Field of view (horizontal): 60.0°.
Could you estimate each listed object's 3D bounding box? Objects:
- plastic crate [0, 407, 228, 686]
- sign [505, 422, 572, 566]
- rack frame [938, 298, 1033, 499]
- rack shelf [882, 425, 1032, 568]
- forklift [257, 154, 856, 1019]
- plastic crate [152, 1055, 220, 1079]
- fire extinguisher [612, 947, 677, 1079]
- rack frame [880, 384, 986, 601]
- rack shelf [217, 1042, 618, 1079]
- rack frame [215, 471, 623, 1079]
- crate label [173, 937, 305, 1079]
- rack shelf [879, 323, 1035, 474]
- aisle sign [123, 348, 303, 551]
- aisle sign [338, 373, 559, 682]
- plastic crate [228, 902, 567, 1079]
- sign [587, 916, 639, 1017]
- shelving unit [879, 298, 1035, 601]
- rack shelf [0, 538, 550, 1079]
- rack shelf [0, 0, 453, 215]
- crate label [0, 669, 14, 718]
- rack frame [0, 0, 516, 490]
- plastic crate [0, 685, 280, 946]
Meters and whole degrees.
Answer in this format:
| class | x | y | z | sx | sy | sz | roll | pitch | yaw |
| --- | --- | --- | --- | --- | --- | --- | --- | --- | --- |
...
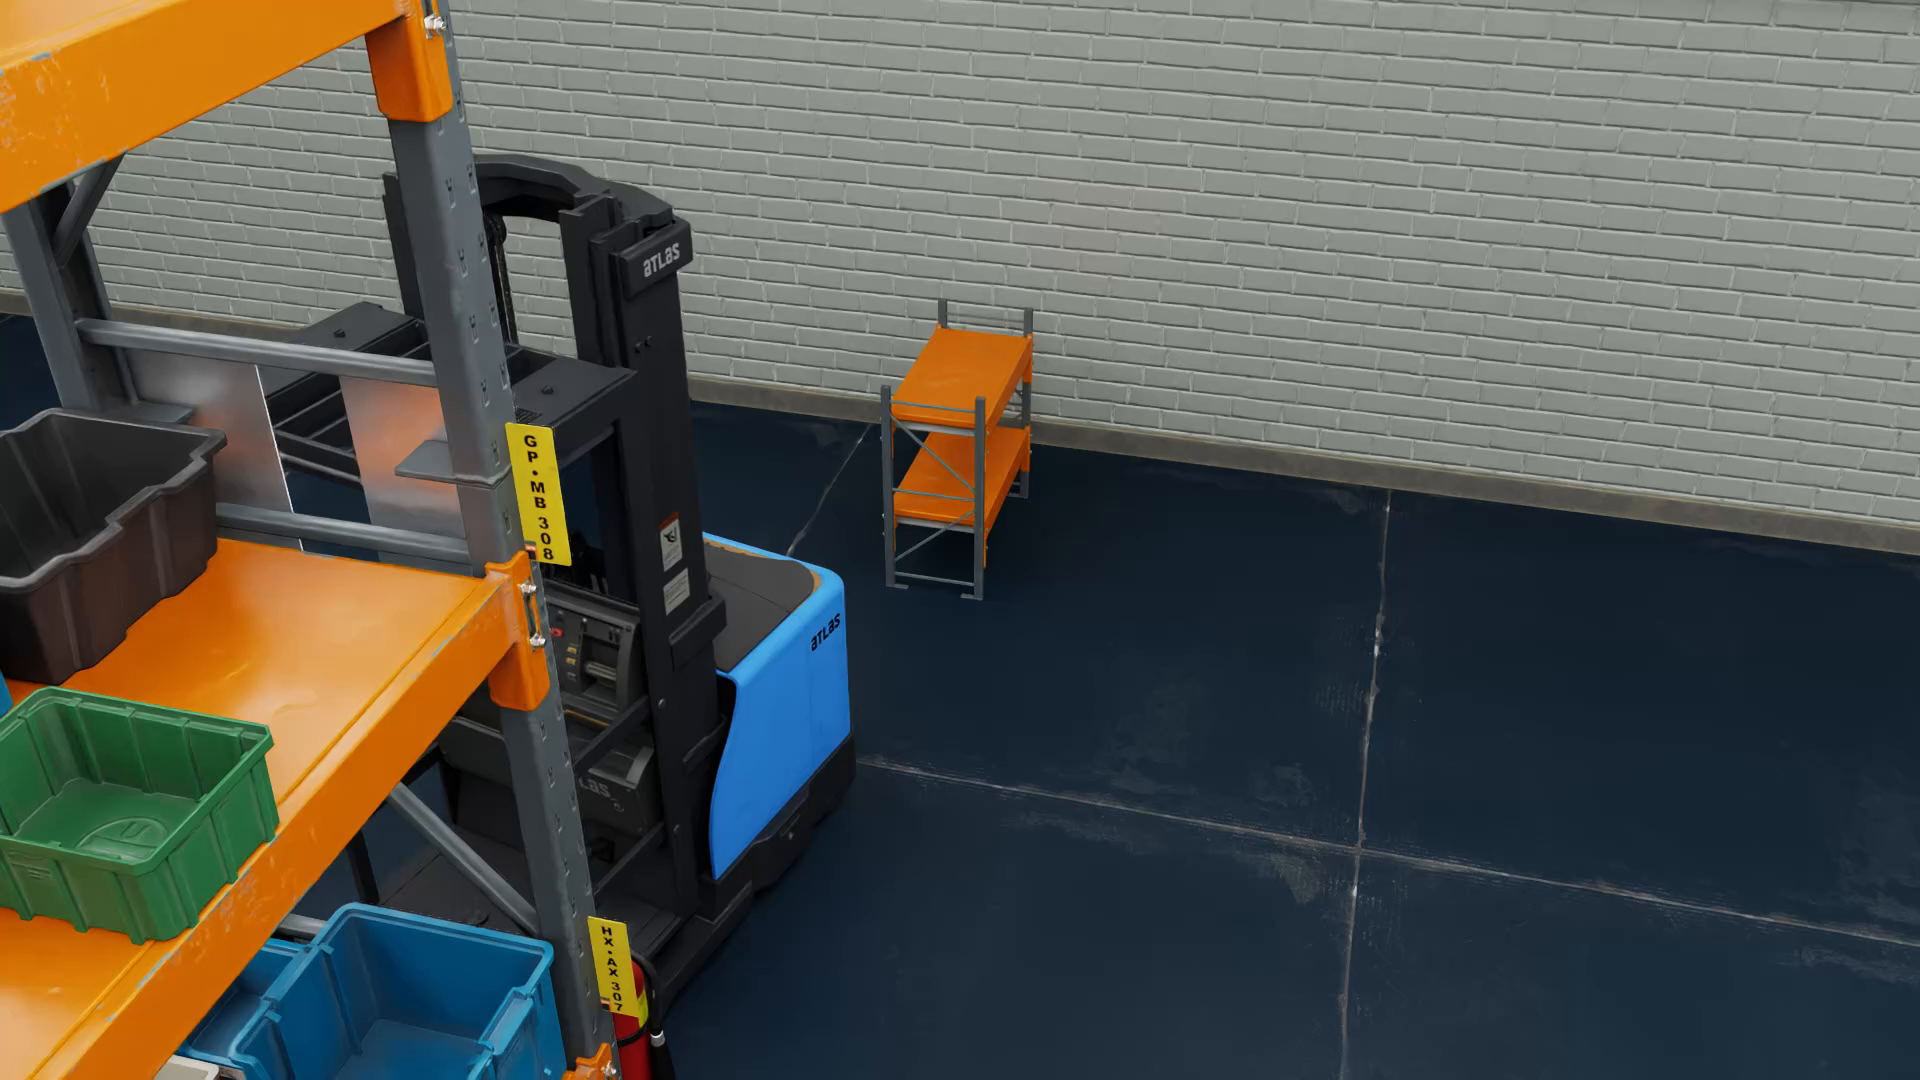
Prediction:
| class | x | y | z | sx | sy | sz | roll | pitch | yaw |
| --- | --- | --- | --- | --- | --- | --- | --- | --- | --- |
| plastic crate | -1.763 | 0.016 | 3.255 | 0.497 | 0.269 | 0.590 | 8 | 33 | 12 |
| sign | -0.860 | -0.090 | 3.398 | 0.100 | 0.325 | 0.005 | 8 | 33 | 12 |
| rack frame | 0.131 | -0.742 | 8.869 | 0.500 | 1.125 | 0.032 | 8 | 33 | 12 |
| rack shelf | 0.002 | -0.272 | 8.585 | 0.538 | 0.278 | 1.000 | 8 | 33 | 12 |
| forklift | -1.568 | 0.380 | 5.421 | 1.130 | 2.935 | 3.031 | 16 | 36 | 23 |
| plastic crate | -1.939 | 1.389 | 3.958 | 0.250 | 0.136 | 0.298 | 8 | 33 | 12 |
| fire extinguisher | -0.918 | 1.239 | 4.426 | 0.296 | 0.674 | 0.183 | 8 | 33 | 12 |
| rack frame | -0.127 | -0.214 | 8.039 | 0.500 | 1.125 | 0.032 | 8 | 33 | 12 |
| rack shelf | -1.904 | 2.406 | 2.839 | 1.077 | 0.370 | 4.000 | 8 | 33 | 12 |
| rack frame | -1.396 | 1.065 | 4.279 | 1.000 | 3.000 | 0.127 | 8 | 33 | 12 |
| crate label | -1.777 | 1.194 | 4.177 | 0.416 | 0.233 | 0.303 | 8 | 33 | 12 |
| rack shelf | 0.002 | -0.725 | 8.297 | 0.538 | 0.278 | 1.000 | 8 | 33 | 12 |
| aisle sign | -1.665 | -0.110 | 3.704 | 0.394 | 0.787 | 0.004 | 8 | 33 | 12 |
| aisle sign | -1.094 | -0.030 | 3.578 | 0.394 | 0.787 | 0.004 | 8 | 33 | 12 |
| plastic crate | -1.300 | 1.224 | 3.940 | 0.616 | 0.435 | 0.499 | 8 | 33 | 12 |
| sign | -0.860 | 1.063 | 4.131 | 0.100 | 0.325 | 0.005 | 8 | 33 | 12 |
| shelving unit | 0.002 | -0.478 | 8.454 | 0.538 | 1.125 | 1.048 | 8 | 33 | 12 |
| rack shelf | -1.904 | 1.140 | 2.035 | 1.077 | 0.370 | 4.000 | 8 | 33 | 12 |
| rack shelf | -1.904 | 0.043 | 1.337 | 1.077 | 0.370 | 4.000 | 8 | 33 | 12 |
| crate label | -1.943 | 0.297 | 2.830 | 0.408 | 0.251 | 0.502 | 8 | 33 | 12 |
| rack frame | -1.396 | -1.467 | 2.669 | 1.000 | 3.000 | 0.127 | 8 | 33 | 12 |
| plastic crate | -1.370 | 0.439 | 2.665 | 0.450 | 0.188 | 0.336 | 8 | 33 | 12 |
